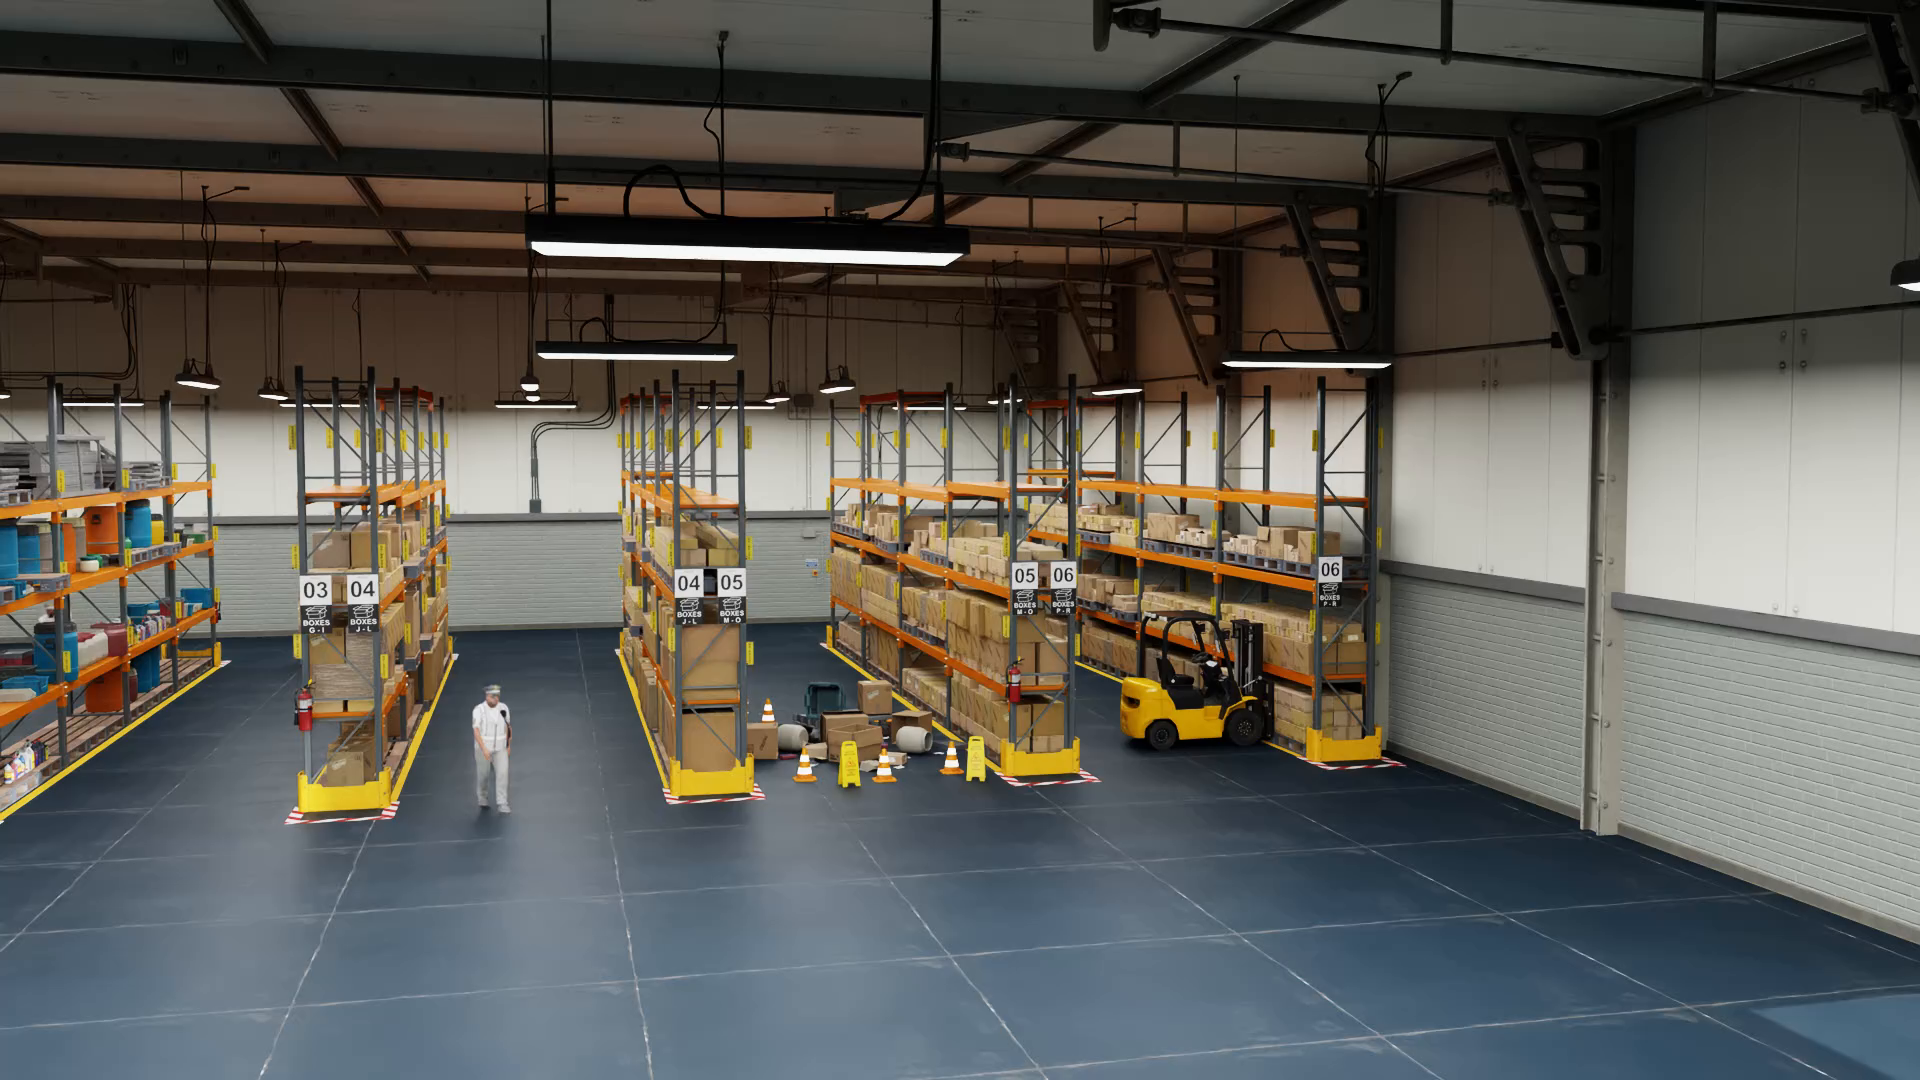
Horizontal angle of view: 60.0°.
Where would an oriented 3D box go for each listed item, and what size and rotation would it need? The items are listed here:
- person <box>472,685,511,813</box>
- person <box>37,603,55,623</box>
[{"bbox_3d":[-6.286,2.794,22.430,0.546,1.693,1.029,-2,4,-30],"label":"person"},{"bbox_3d":[-19.181,2.110,35.179,0.524,1.595,0.723,0,3,-4],"label":"person"}]
